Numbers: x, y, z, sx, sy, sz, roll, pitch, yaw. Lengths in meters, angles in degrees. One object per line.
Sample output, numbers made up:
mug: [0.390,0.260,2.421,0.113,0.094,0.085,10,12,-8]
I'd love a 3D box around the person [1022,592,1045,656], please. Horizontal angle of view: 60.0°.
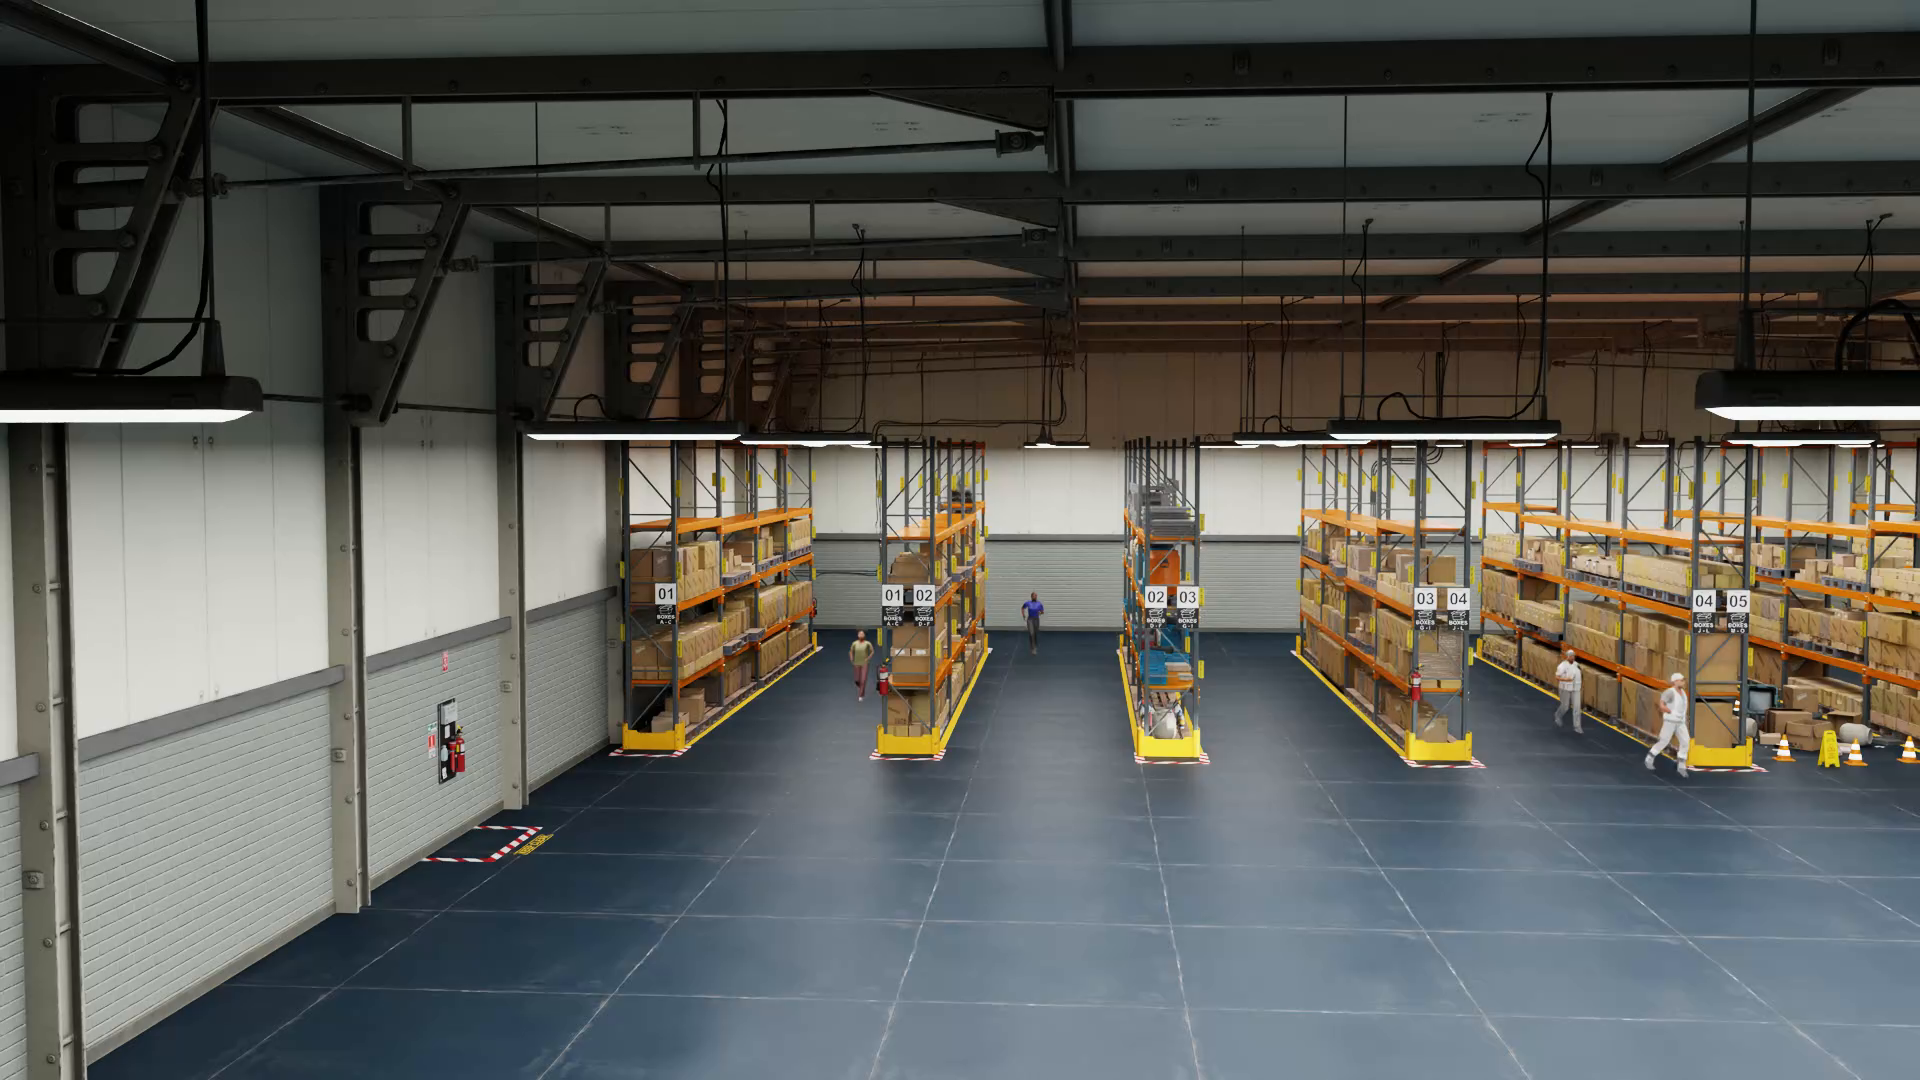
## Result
person: [1.991,2.253,45.088,0.596,1.669,0.905,0,3,-9]

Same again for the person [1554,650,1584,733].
person: [12.417,3.053,33.838,0.610,1.640,0.958,0,3,-5]

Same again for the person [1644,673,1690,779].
person: [12.679,3.255,29.469,0.722,1.796,0.875,-1,3,-24]

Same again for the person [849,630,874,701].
person: [-2.265,2.871,38.279,0.582,1.629,0.561,0,3,2]
